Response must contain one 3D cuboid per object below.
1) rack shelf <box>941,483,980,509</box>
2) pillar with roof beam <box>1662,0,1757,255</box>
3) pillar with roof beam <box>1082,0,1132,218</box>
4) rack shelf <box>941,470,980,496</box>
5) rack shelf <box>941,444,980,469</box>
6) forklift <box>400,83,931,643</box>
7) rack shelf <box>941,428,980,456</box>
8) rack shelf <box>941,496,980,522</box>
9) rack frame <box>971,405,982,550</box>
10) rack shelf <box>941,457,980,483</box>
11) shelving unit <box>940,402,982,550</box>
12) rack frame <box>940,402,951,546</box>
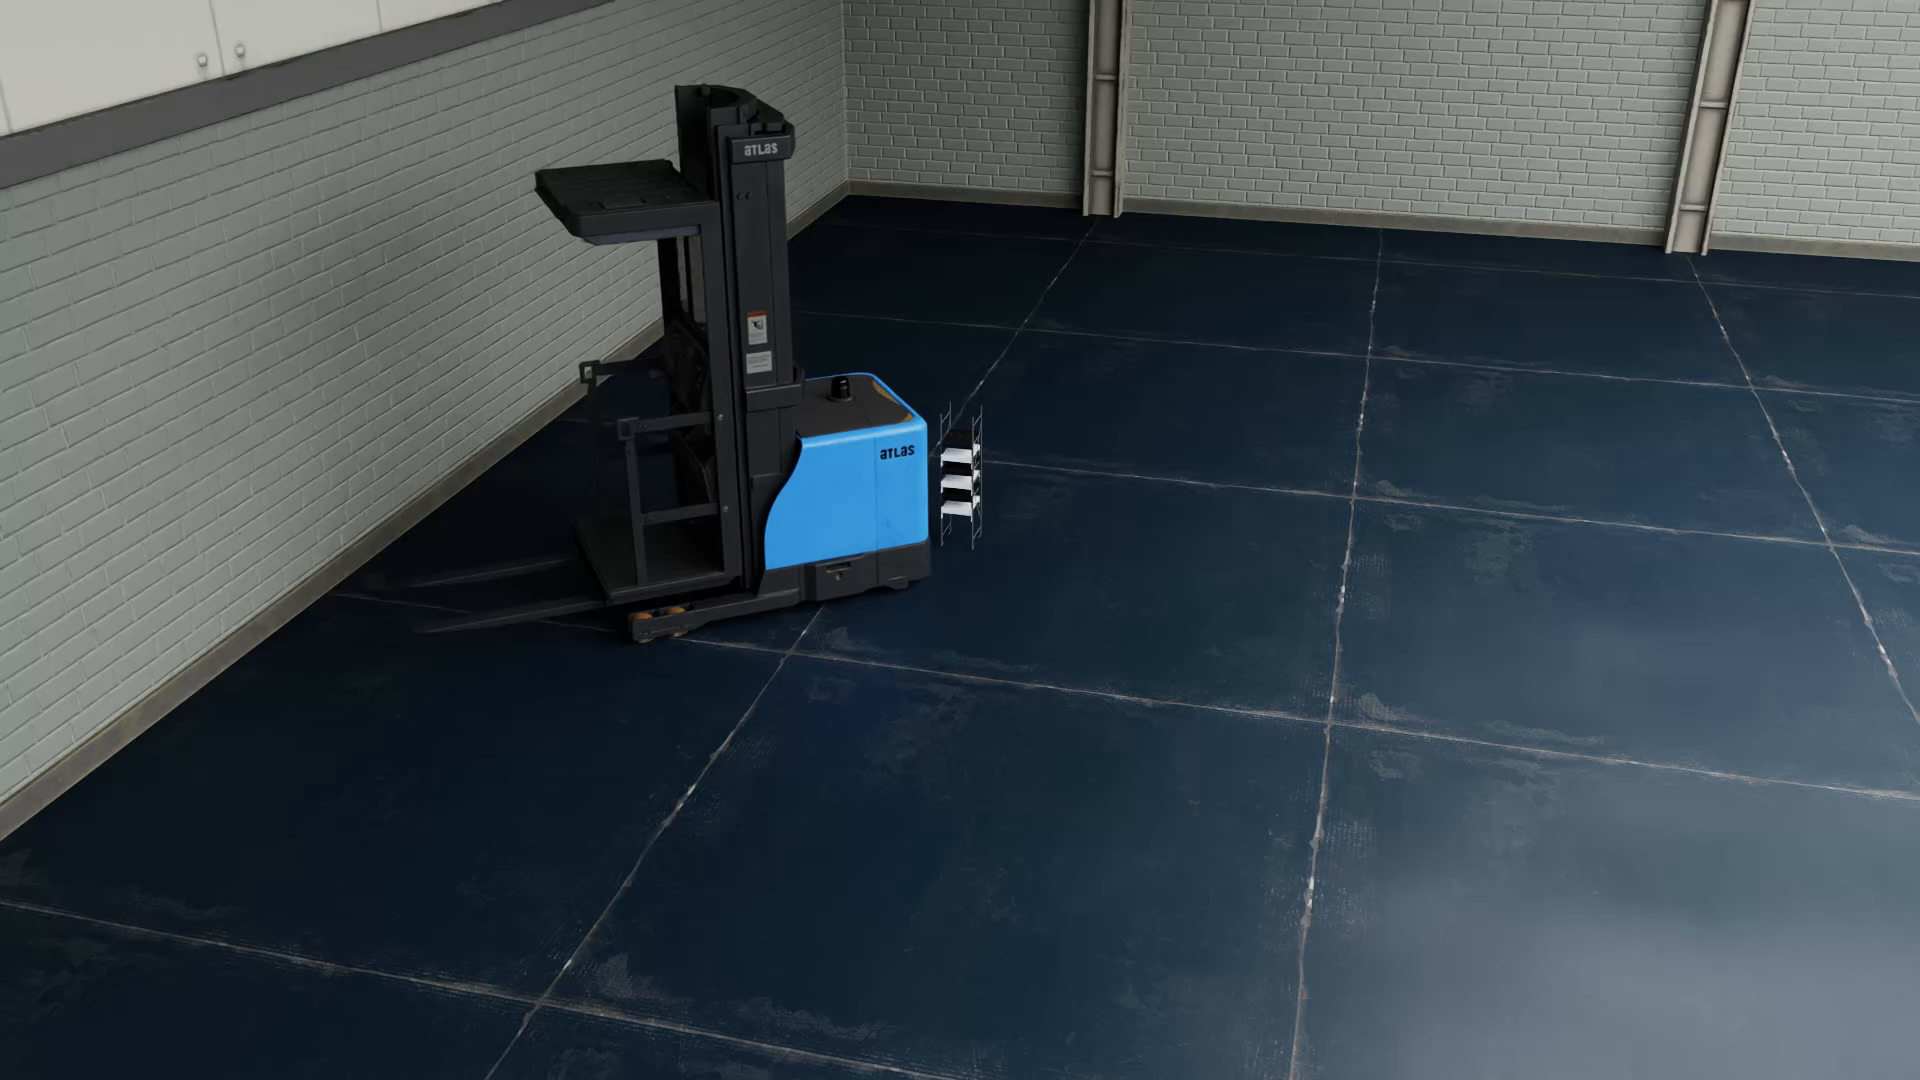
[{"bbox_3d":[0.008,-0.294,10.608,0.200,0.077,0.258,6,26,13],"label":"rack shelf"},{"bbox_3d":[6.310,-5.228,11.262,0.400,9.000,9.100,6,26,13],"label":"pillar with roof beam"},{"bbox_3d":[0.499,-5.870,12.611,0.400,9.000,9.100,6,26,13],"label":"pillar with roof beam"},{"bbox_3d":[0.008,-0.375,10.569,0.200,0.077,0.258,6,26,13],"label":"rack shelf"},{"bbox_3d":[0.008,-0.538,10.492,0.200,0.077,0.258,6,26,13],"label":"rack shelf"},{"bbox_3d":[-1.745,-0.994,9.428,3.031,2.935,1.130,-10,27,-20],"label":"forklift"},{"bbox_3d":[0.008,-0.619,10.453,0.200,0.077,0.258,6,26,13],"label":"rack shelf"},{"bbox_3d":[0.008,-0.213,10.646,0.200,0.077,0.258,6,26,13],"label":"rack shelf"},{"bbox_3d":[0.106,-0.395,10.532,0.006,0.900,0.240,6,26,13],"label":"rack frame"},{"bbox_3d":[0.008,-0.457,10.530,0.200,0.077,0.258,6,26,13],"label":"rack shelf"},{"bbox_3d":[0.008,-0.405,10.555,0.210,0.900,0.258,6,26,13],"label":"shelving unit"},{"bbox_3d":[-0.091,-0.416,10.578,0.006,0.900,0.240,6,26,13],"label":"rack frame"}]
